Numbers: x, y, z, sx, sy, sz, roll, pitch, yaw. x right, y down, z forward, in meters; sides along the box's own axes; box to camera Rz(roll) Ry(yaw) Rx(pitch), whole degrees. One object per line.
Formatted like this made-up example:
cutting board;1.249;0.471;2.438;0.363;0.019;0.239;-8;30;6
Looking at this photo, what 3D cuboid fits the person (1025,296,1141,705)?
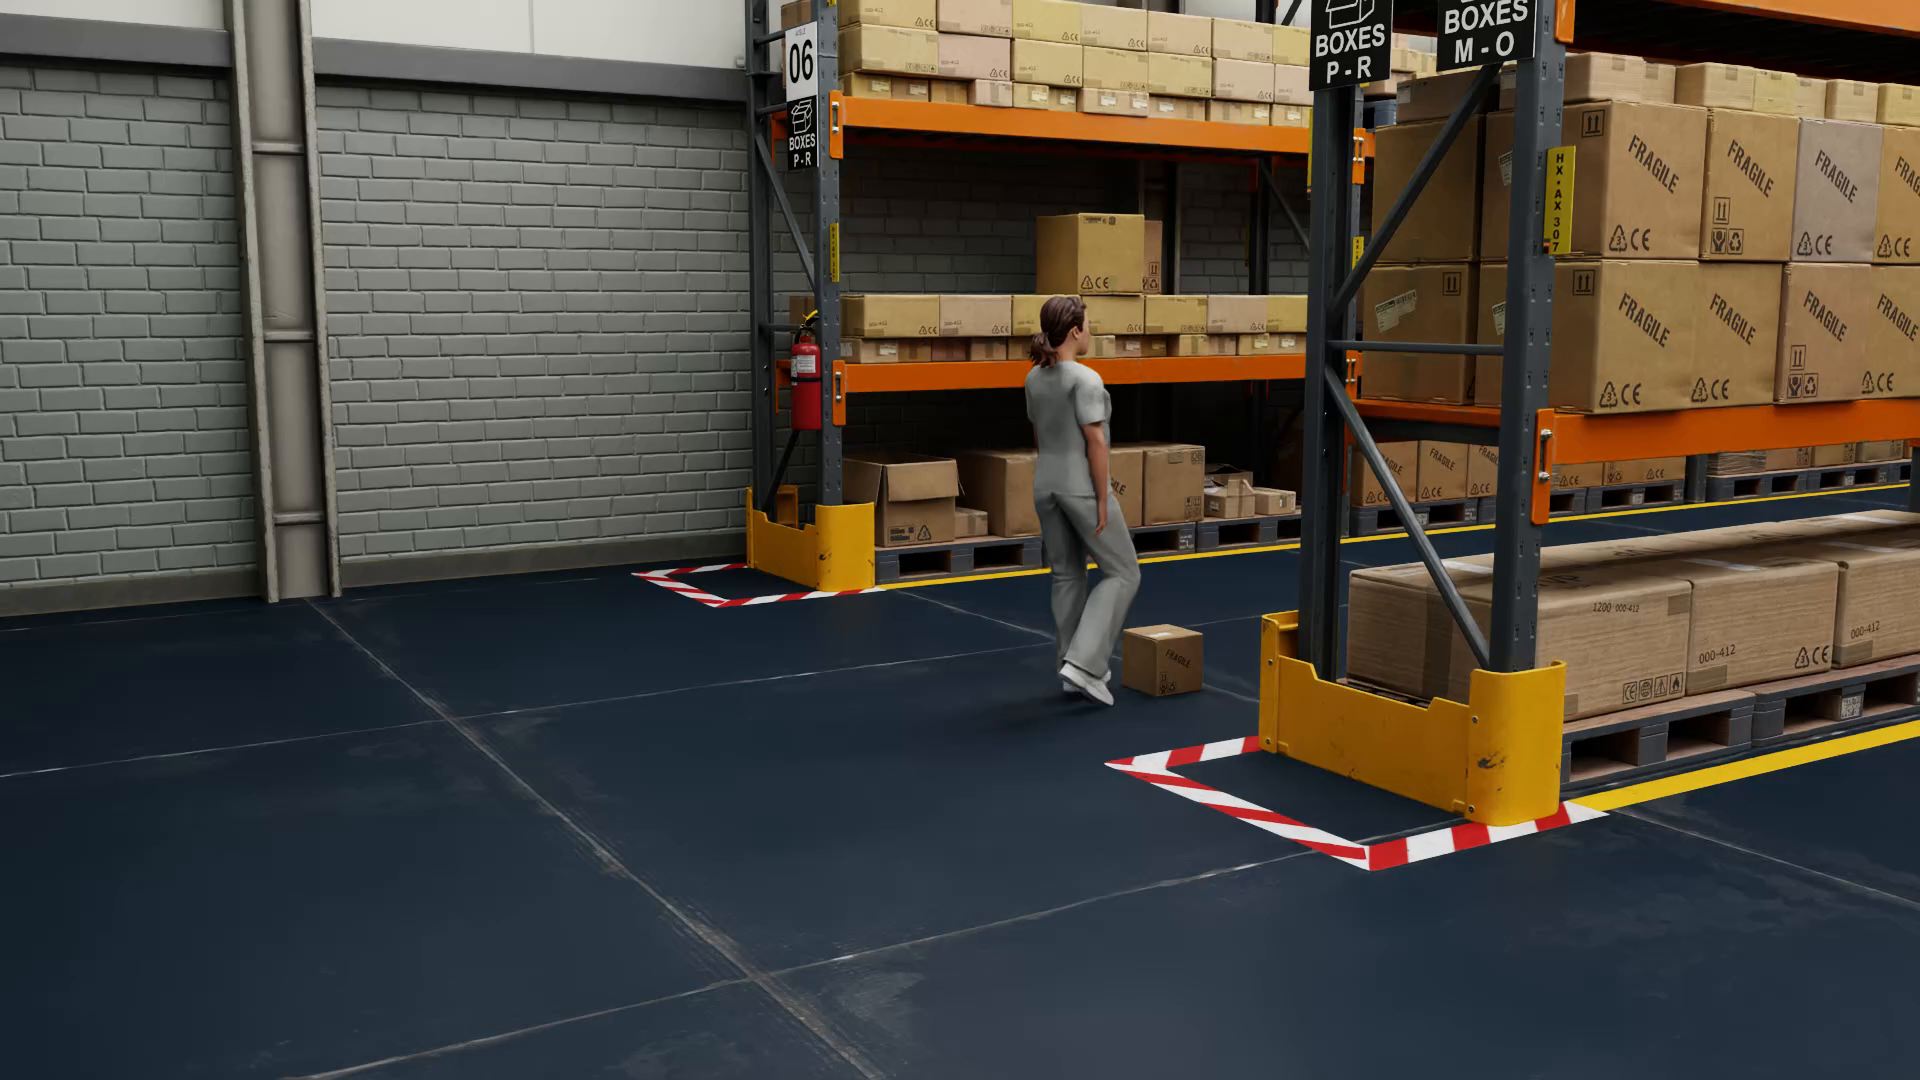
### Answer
person;0.506;-0.162;6.907;0.538;1.685;0.464;-7;11;-41
